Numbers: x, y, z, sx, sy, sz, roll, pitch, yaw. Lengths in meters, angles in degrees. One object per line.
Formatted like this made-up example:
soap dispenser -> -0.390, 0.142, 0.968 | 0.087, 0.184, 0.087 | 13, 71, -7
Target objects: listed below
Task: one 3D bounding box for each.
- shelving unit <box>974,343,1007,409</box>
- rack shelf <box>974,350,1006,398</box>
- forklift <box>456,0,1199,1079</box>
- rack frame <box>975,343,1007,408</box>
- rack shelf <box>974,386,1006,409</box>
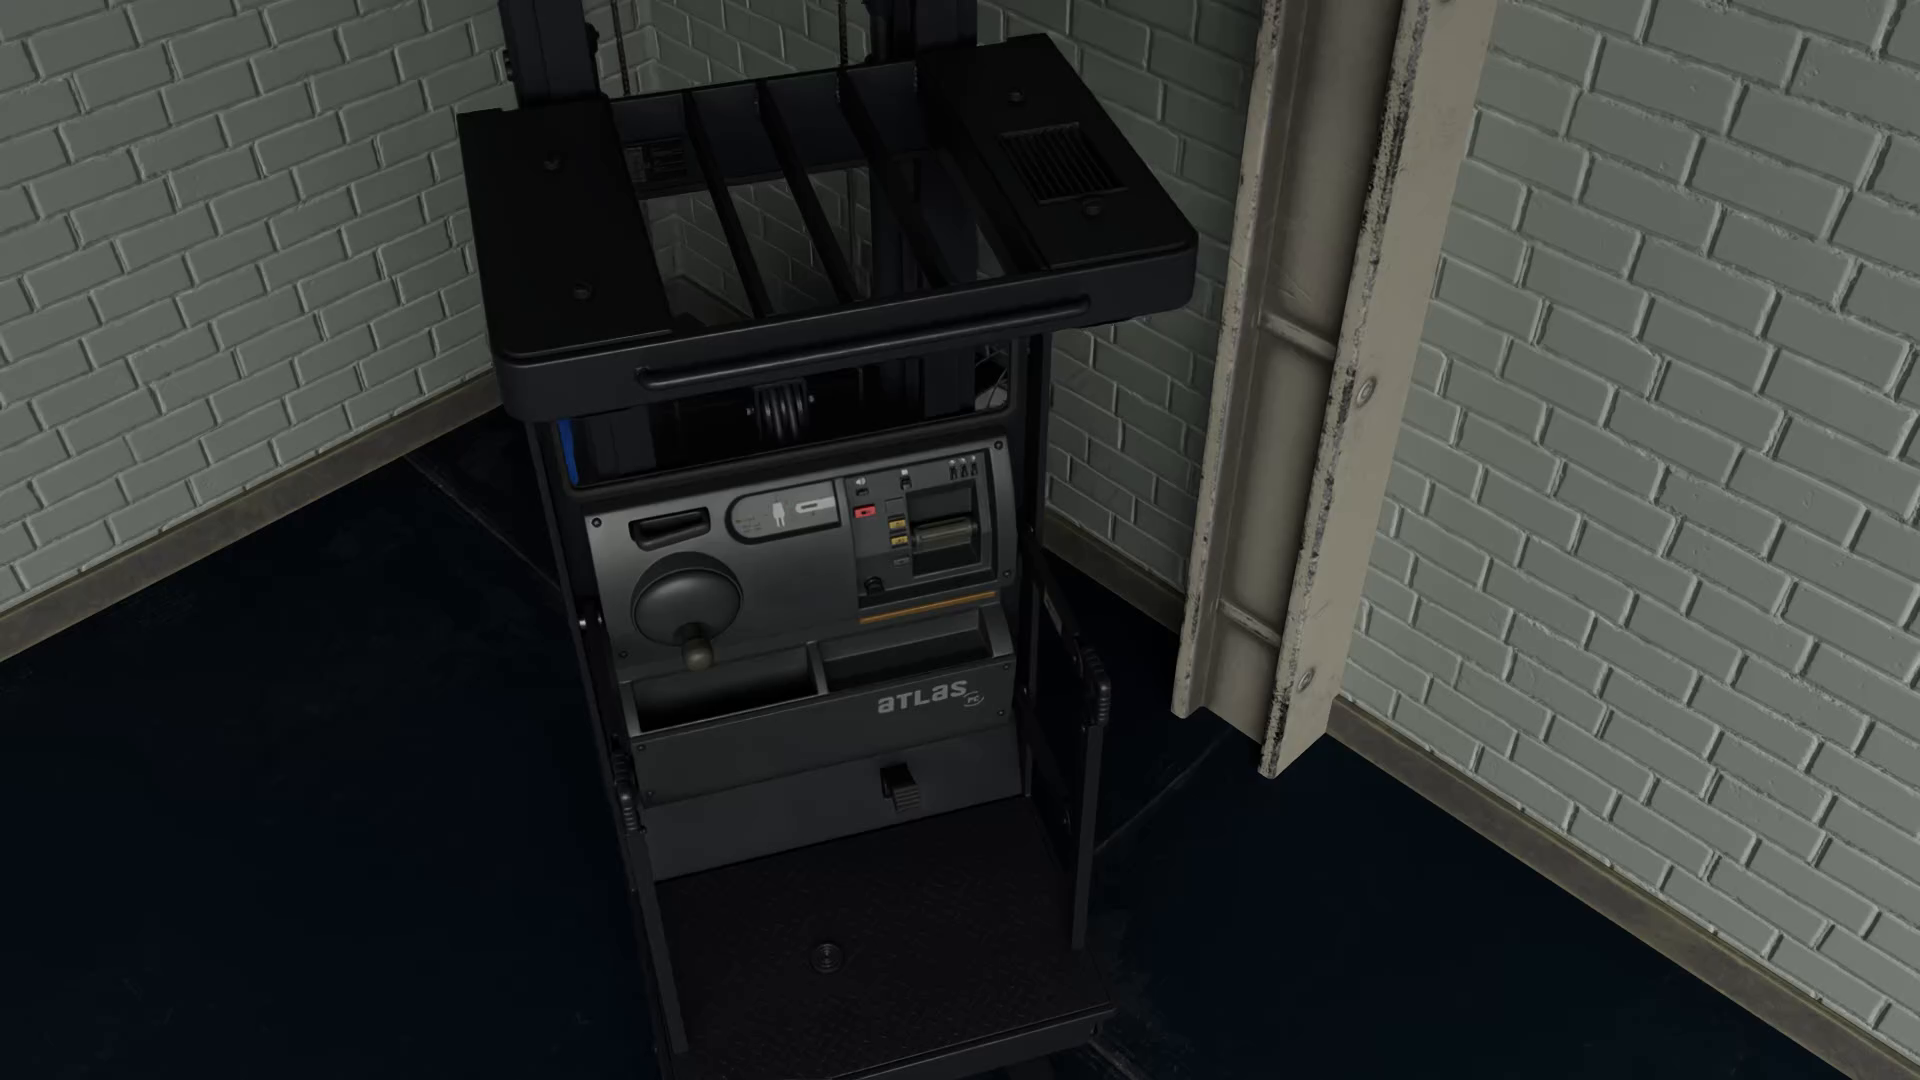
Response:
shelving unit -> 0.006, -0.327, 5.440 | 0.258, 0.900, 0.210 | -34, 53, -31
rack shelf -> 0.006, -0.500, 5.280 | 0.258, 0.077, 0.200 | -34, 53, -31
forklift -> -0.267, 0.108, 3.473 | 1.130, 2.935, 3.031 | -12, 44, -12
rack frame -> 0.078, -0.278, 5.387 | 0.240, 0.900, 0.006 | -34, 53, -31
rack shelf -> 0.006, -0.434, 5.341 | 0.258, 0.077, 0.200 | -34, 53, -31
